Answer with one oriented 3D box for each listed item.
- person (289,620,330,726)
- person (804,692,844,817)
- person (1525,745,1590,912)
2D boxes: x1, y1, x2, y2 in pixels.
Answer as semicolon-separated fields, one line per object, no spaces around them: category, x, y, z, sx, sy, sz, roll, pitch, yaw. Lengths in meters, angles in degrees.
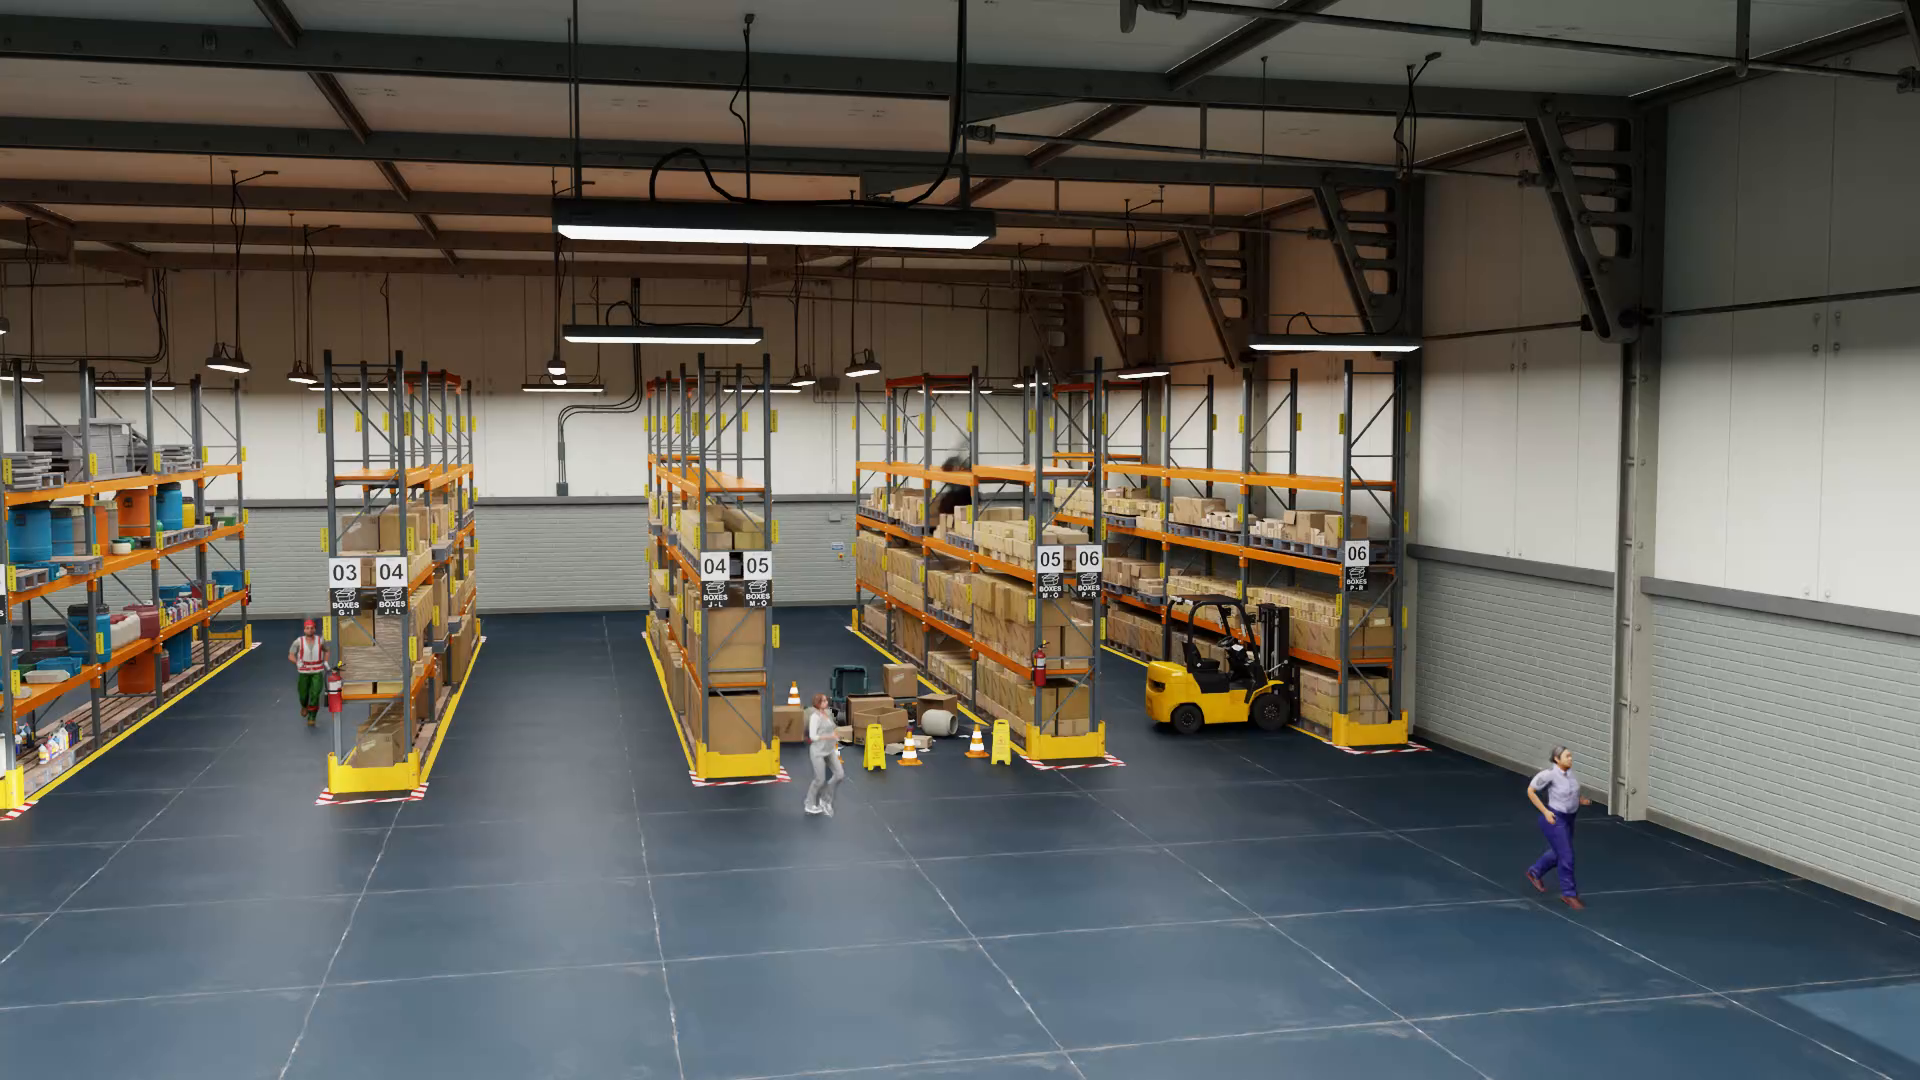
person;-10.822;2.201;27.700;0.653;1.750;0.720;-2;4;-26
person;-1.718;2.736;21.153;0.625;1.604;0.515;3;5;34
person;6.245;2.980;17.398;0.598;1.653;0.813;-3;5;-40
